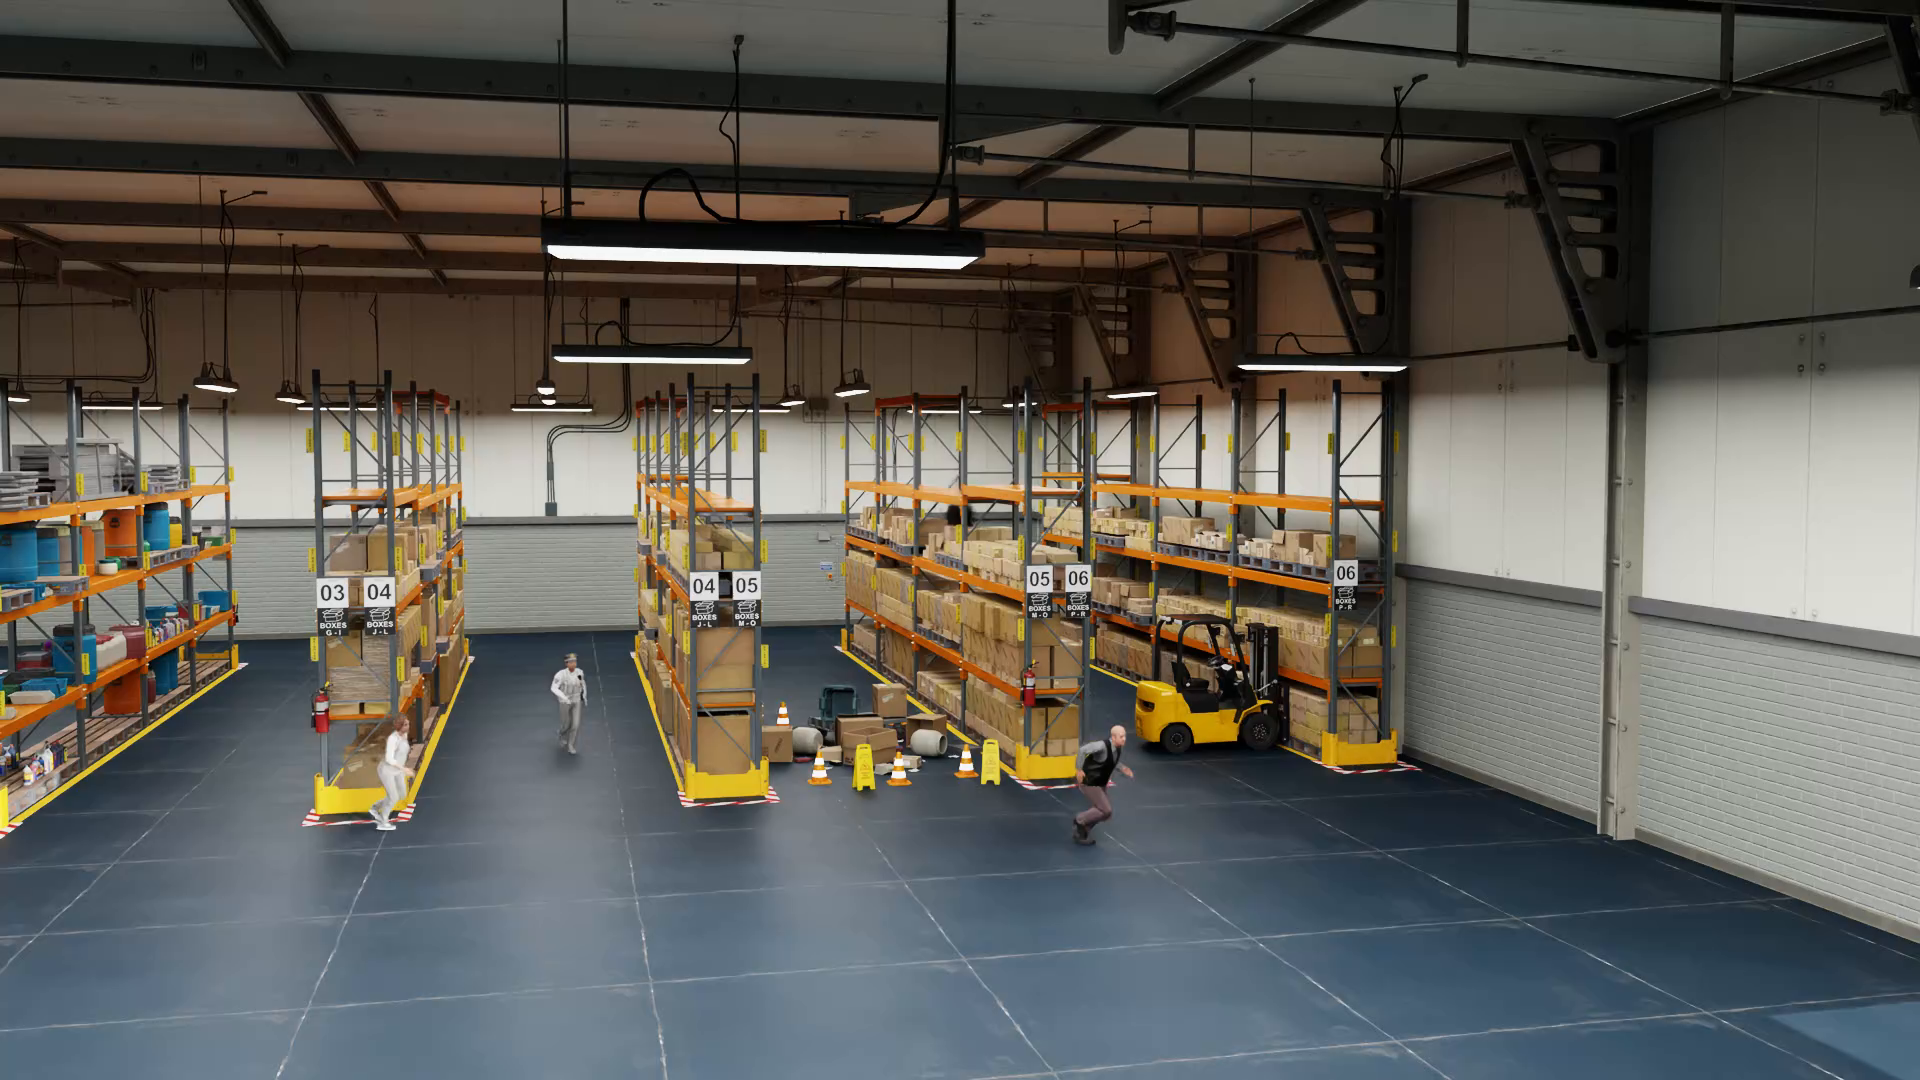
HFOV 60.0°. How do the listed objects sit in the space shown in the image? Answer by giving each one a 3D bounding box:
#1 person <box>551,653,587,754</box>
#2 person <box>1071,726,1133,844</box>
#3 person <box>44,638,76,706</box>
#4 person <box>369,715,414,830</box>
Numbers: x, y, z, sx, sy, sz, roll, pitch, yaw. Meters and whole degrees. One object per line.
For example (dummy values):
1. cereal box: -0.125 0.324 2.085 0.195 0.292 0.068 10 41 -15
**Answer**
1. person: -6.356 2.636 27.020 0.609 1.642 0.718 -2 4 -28
2. person: 1.723 3.043 20.556 0.845 1.544 0.684 2 4 36
3. person: -17.044 2.397 31.691 0.731 1.572 0.906 -1 4 -21
4. person: -7.347 3.023 21.485 0.690 1.478 0.524 1 3 9
